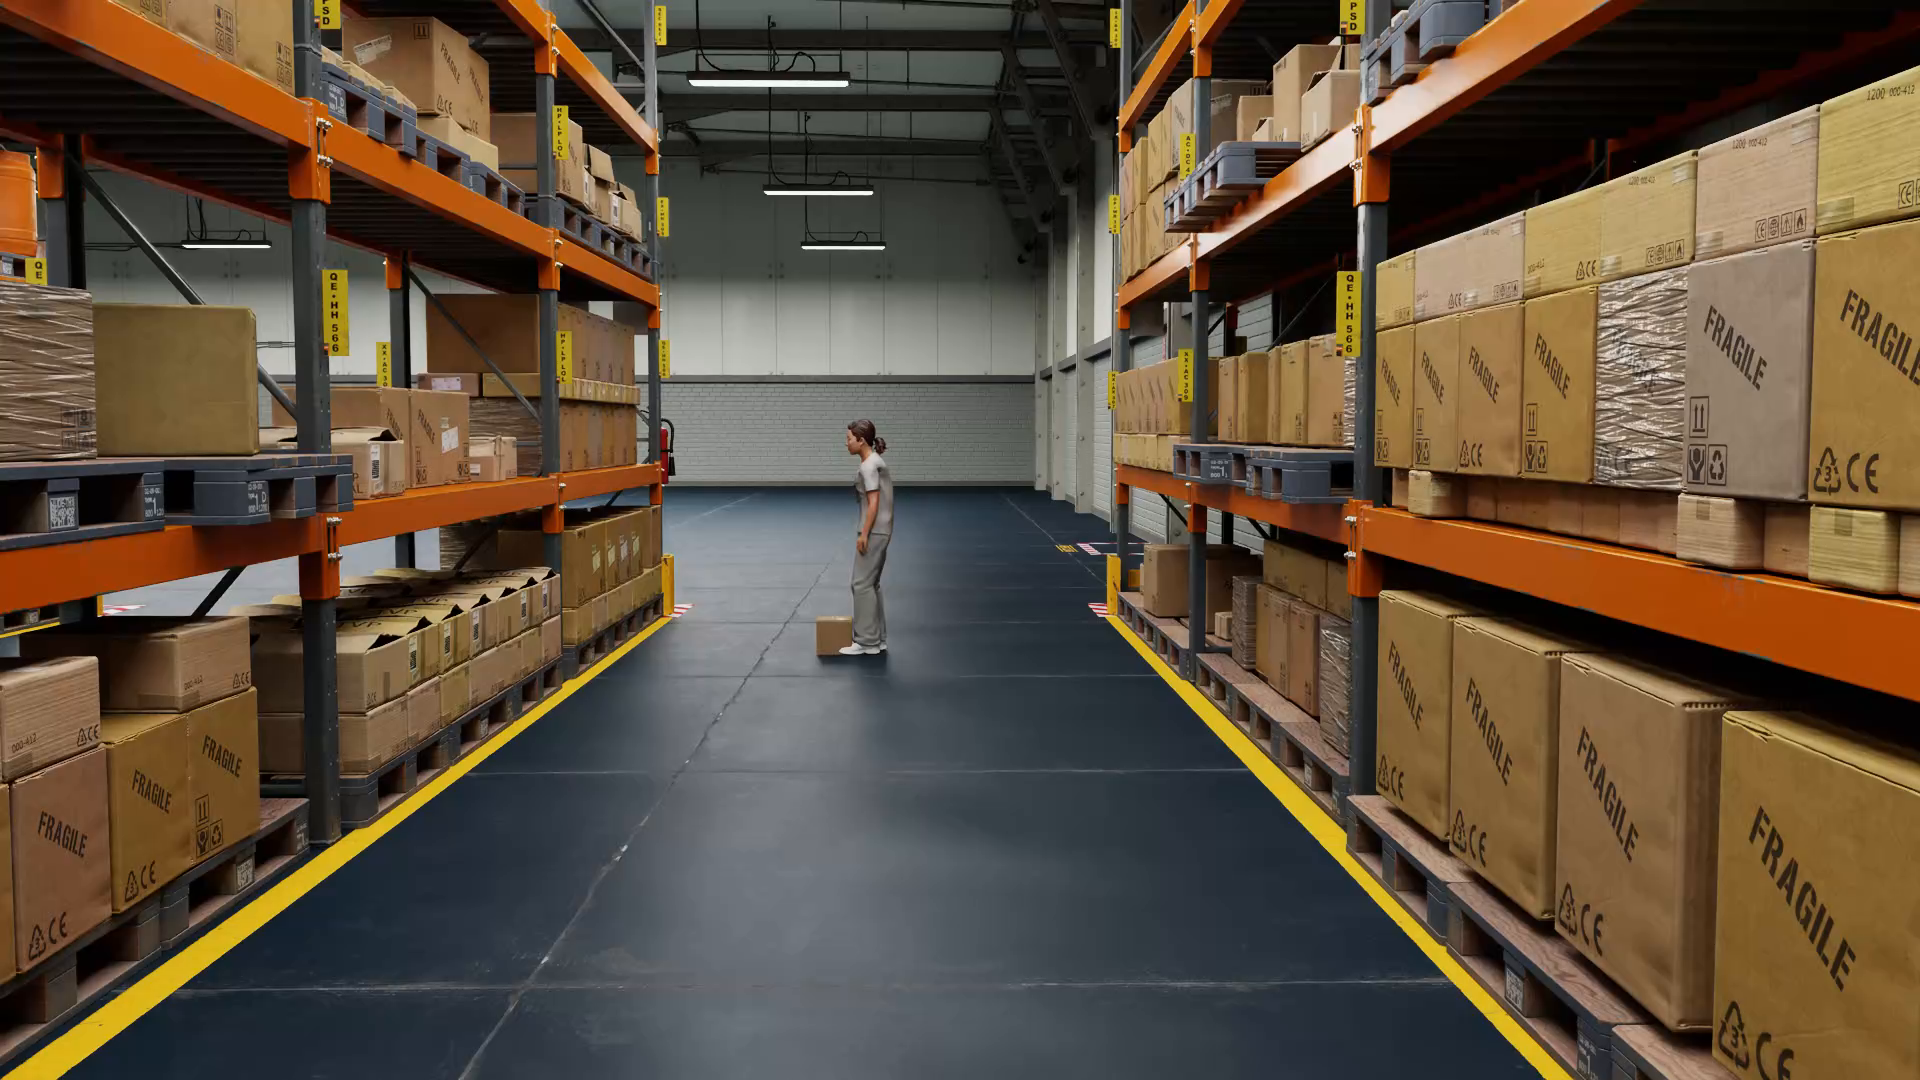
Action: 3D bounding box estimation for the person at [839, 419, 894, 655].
[{"bbox_3d":[-0.673,-0.027,11.859,0.406,1.673,0.486,0,4,-1],"label":"person"}]
